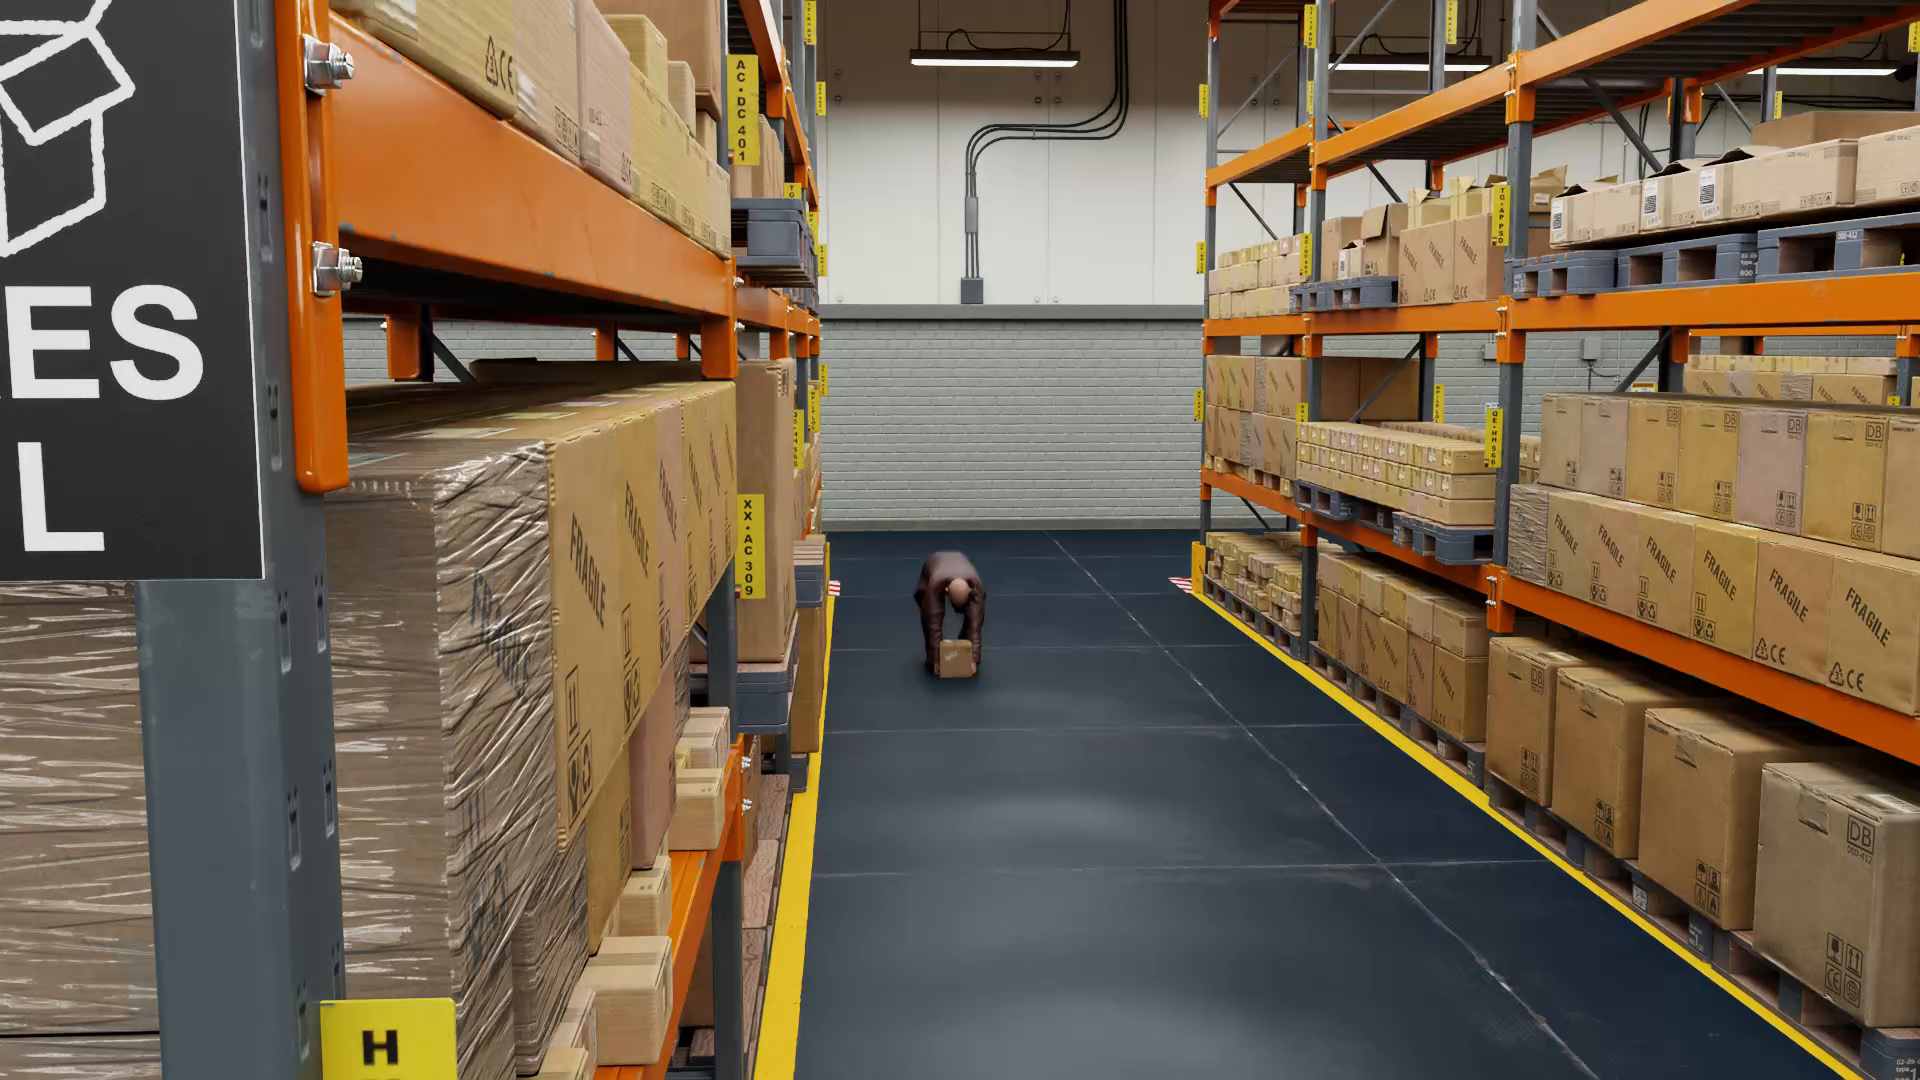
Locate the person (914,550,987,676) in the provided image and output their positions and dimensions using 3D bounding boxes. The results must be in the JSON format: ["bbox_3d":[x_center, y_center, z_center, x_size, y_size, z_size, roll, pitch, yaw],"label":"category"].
[{"bbox_3d":[-0.065,0.565,13.264,0.595,0.923,0.950,-1,7,-6],"label":"person"}]
